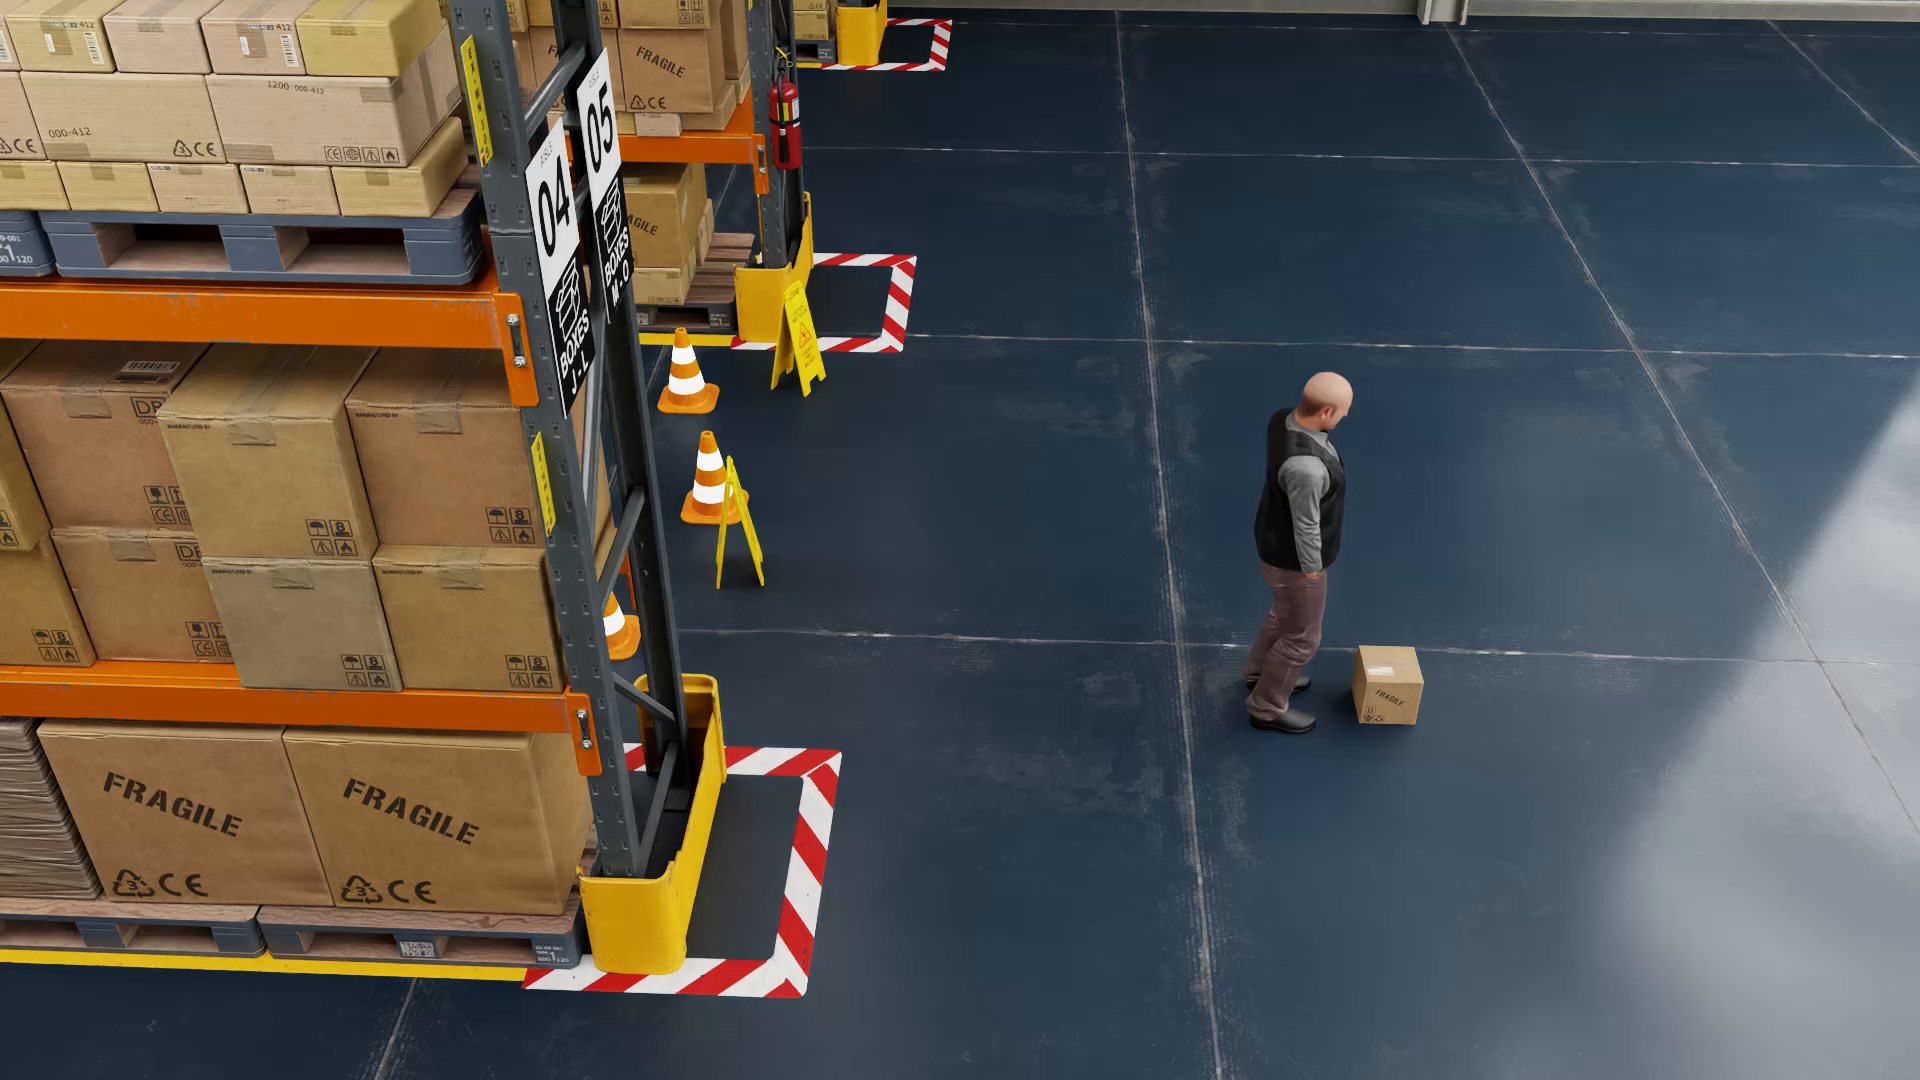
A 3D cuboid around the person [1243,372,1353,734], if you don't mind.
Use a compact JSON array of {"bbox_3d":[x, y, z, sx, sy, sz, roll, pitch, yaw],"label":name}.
[{"bbox_3d":[1.435,0.037,7.105,0.358,1.710,0.538,2,36,3],"label":"person"}]
